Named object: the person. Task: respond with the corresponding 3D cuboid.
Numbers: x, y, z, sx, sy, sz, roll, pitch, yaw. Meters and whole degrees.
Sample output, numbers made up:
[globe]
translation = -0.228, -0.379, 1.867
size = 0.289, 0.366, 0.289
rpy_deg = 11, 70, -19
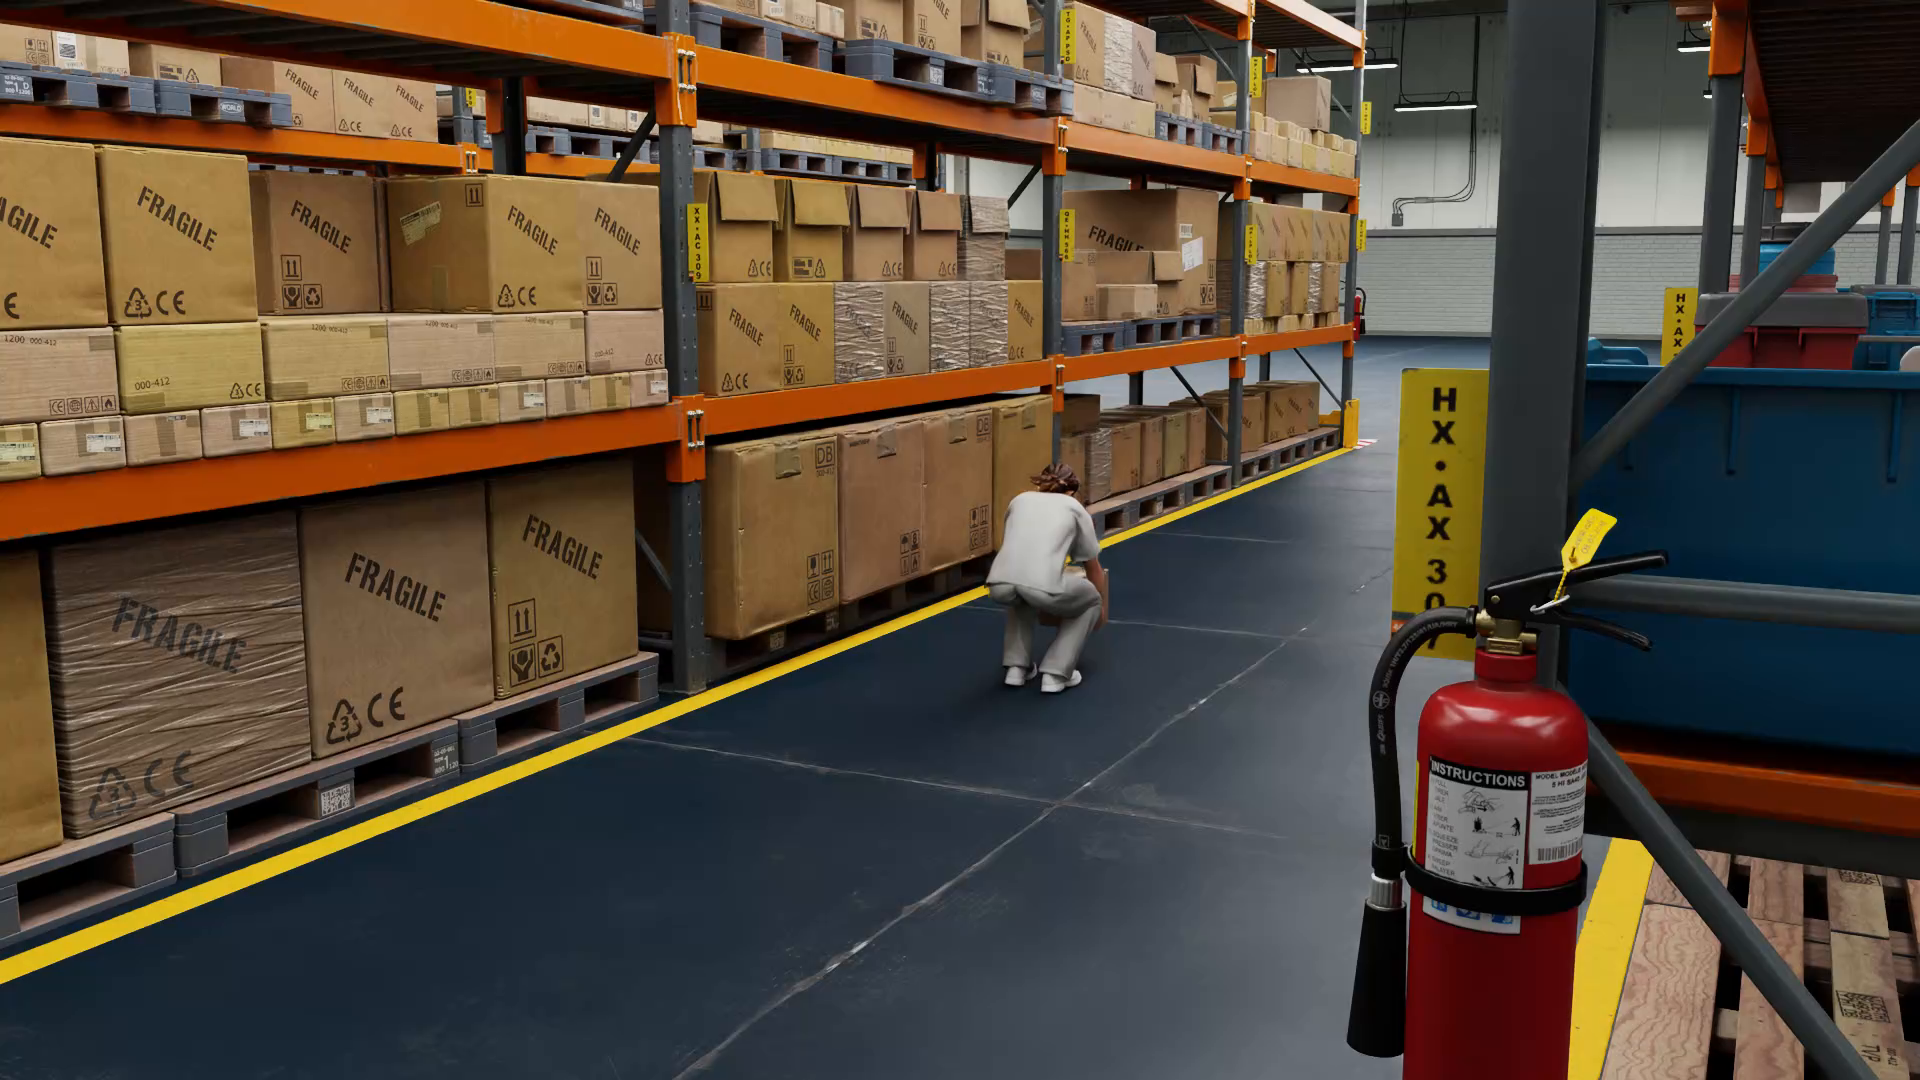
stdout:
[person]
translation = 0.375, 0.161, 7.581
size = 0.488, 0.978, 0.785
rpy_deg = 4, 10, 26
